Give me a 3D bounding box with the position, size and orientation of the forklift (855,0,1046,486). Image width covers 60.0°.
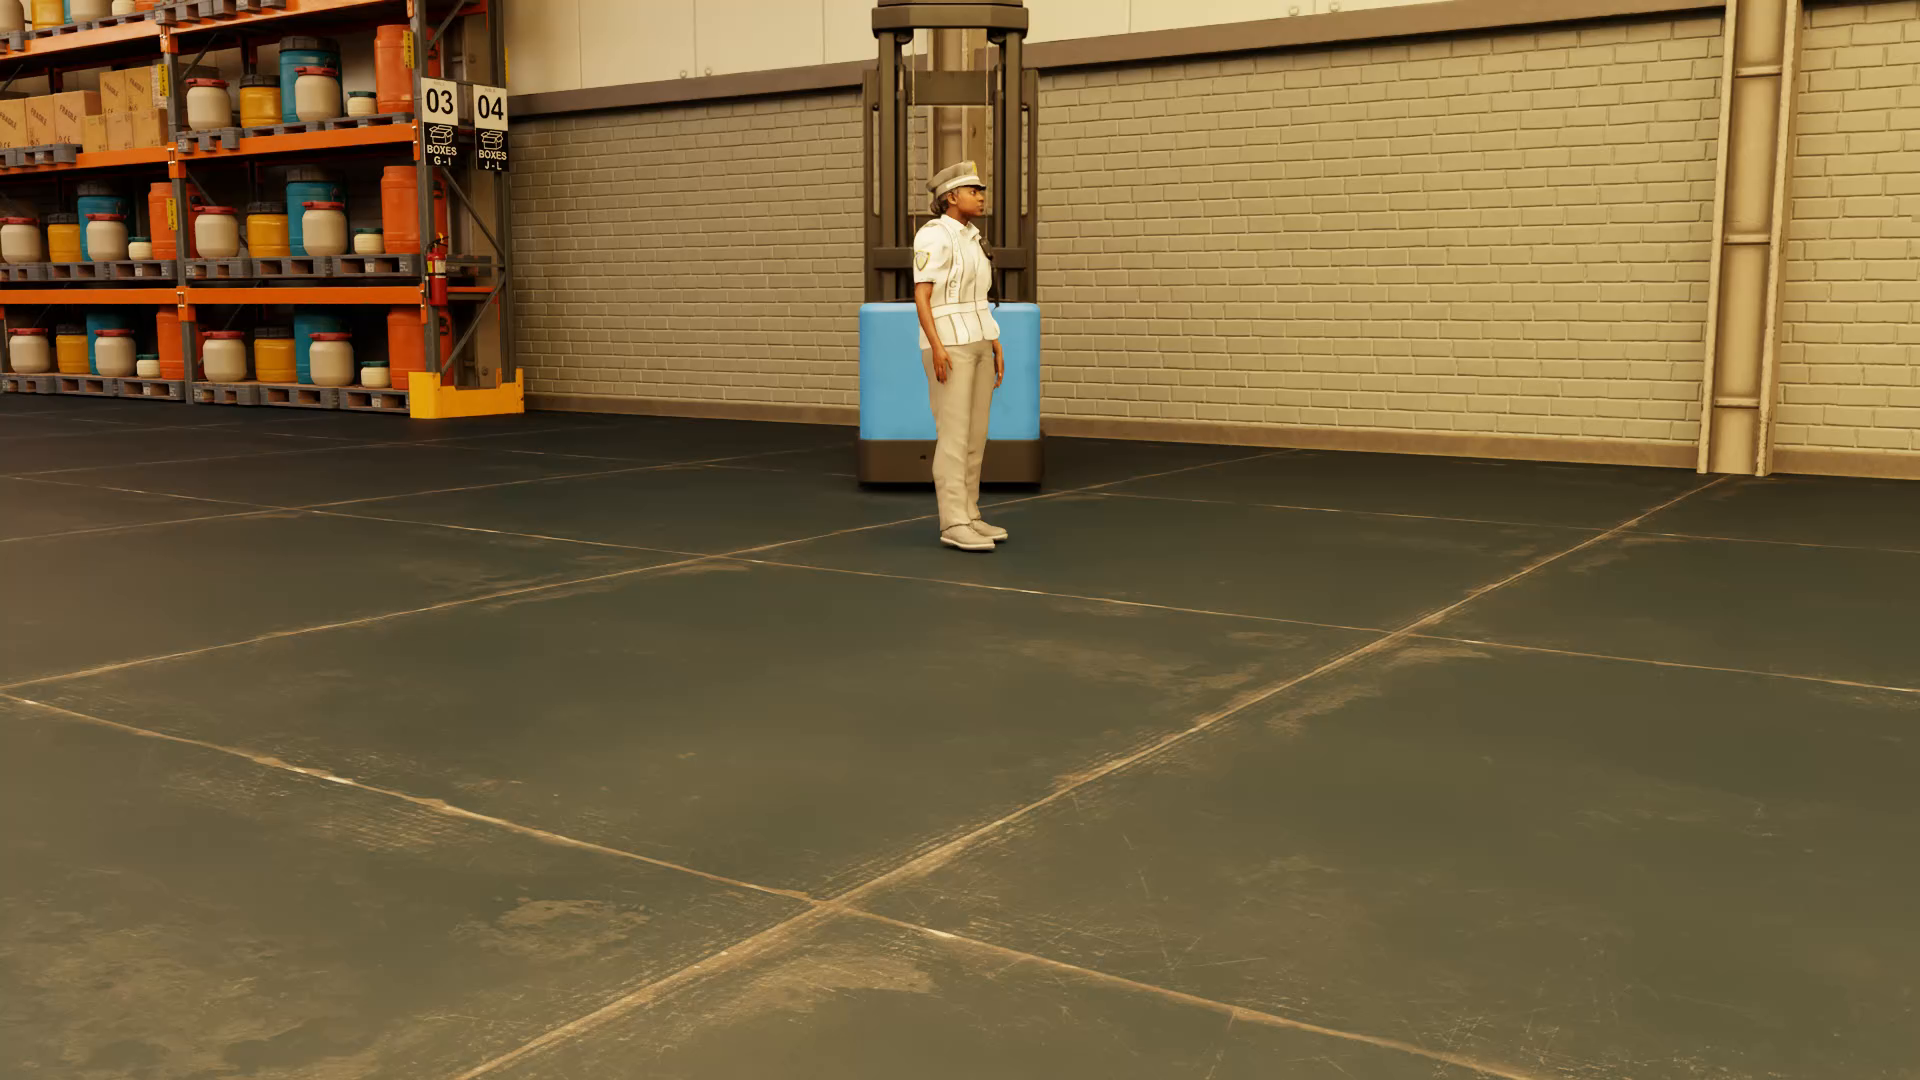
[{"bbox_3d":[-0.060,-1.916,10.667,1.130,2.935,3.031,0,8,0],"label":"forklift"}]

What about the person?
[{"bbox_3d":[0.051,-0.838,7.425,0.529,1.694,0.569,5,10,34],"label":"person"}]
